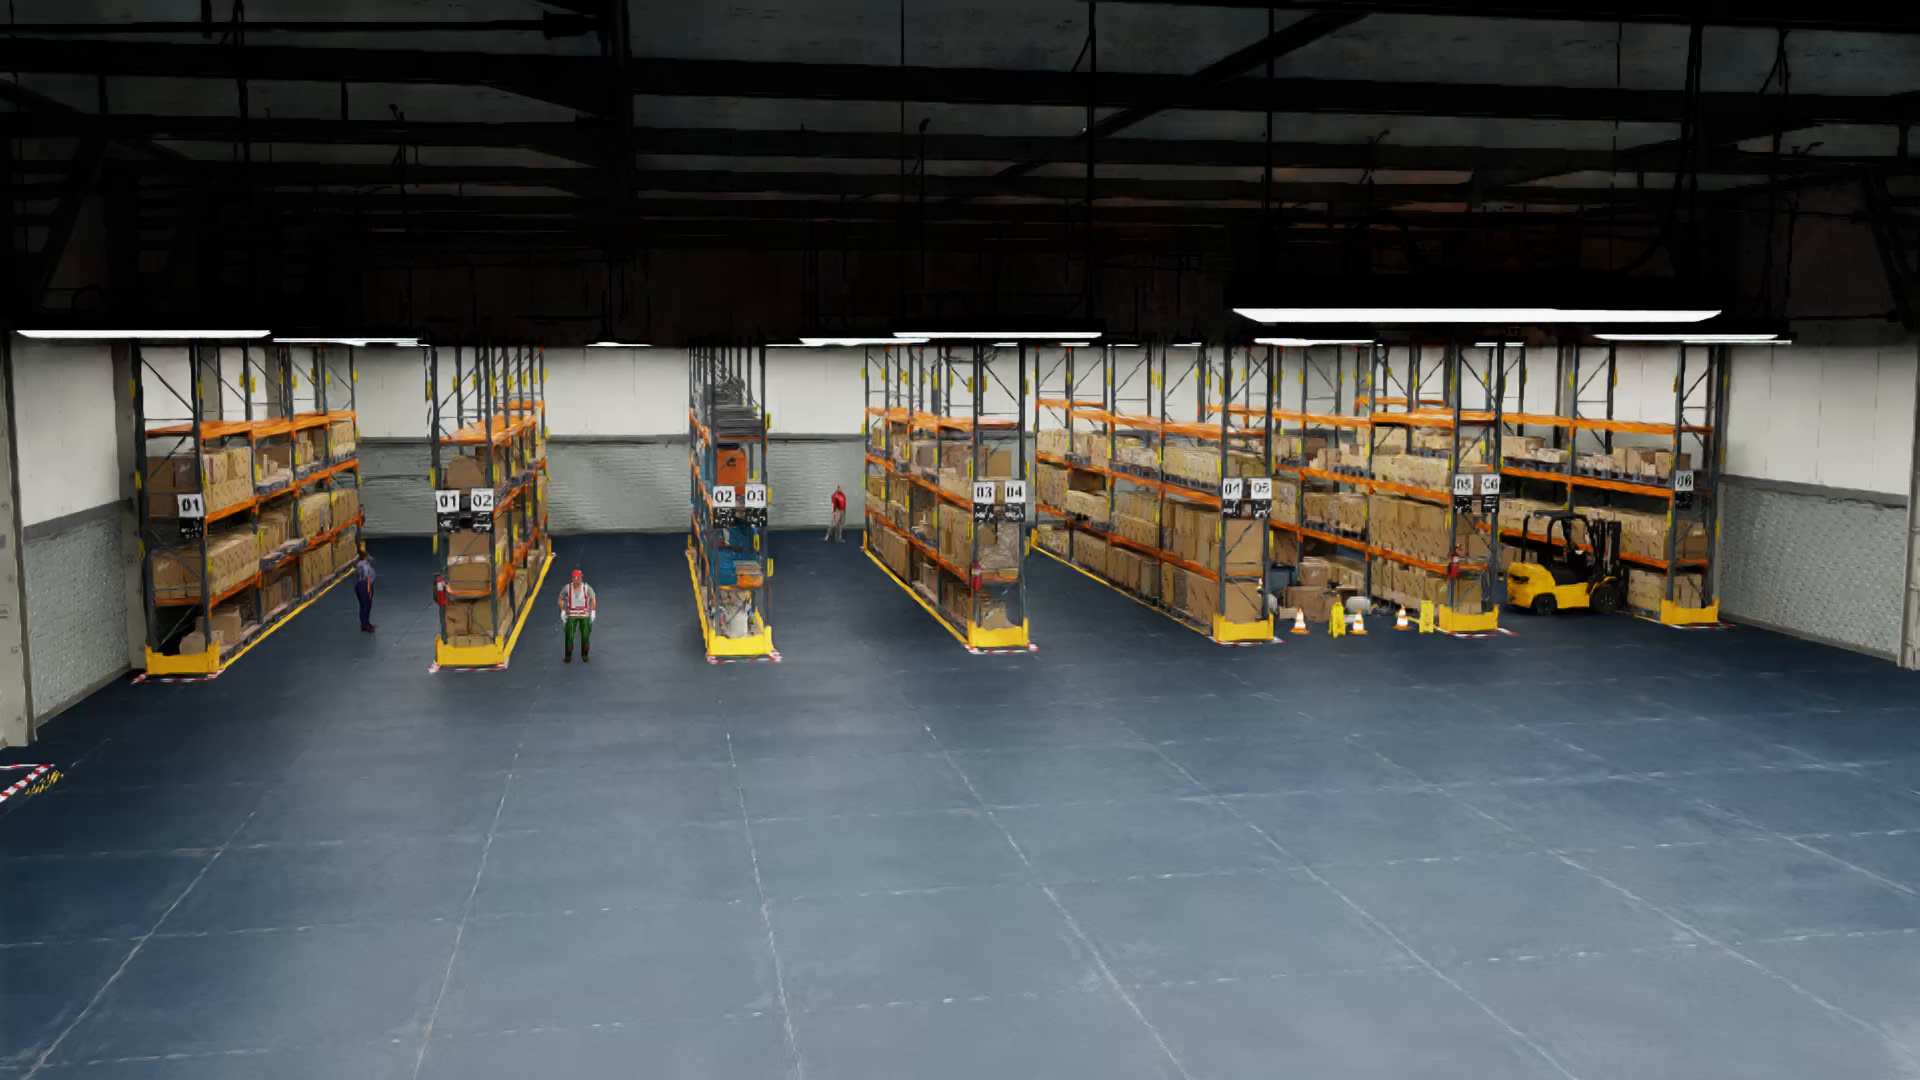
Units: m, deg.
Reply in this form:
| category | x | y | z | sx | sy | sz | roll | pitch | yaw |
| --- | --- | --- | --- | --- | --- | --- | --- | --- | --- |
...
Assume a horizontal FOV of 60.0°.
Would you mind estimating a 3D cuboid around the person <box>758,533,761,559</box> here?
| category | x | y | z | sx | sy | sz | roll | pitch | yaw |
| --- | --- | --- | --- | --- | --- | --- | --- | --- | --- |
| person | -5.709 | -0.258 | 45.465 | 0.411 | 1.534 | 0.957 | -2 | 7 | -19 |

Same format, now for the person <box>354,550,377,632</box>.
| category | x | y | z | sx | sy | sz | roll | pitch | yaw |
| --- | --- | --- | --- | --- | --- | --- | --- | --- | --- |
| person | -12.087 | 1.019 | 33.878 | 0.430 | 1.653 | 0.530 | -5 | 8 | -39 |

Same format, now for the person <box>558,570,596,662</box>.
| category | x | y | z | sx | sy | sz | roll | pitch | yaw |
| --- | --- | --- | --- | --- | --- | --- | --- | --- | --- |
| person | -6.992 | 1.388 | 30.406 | 0.677 | 1.742 | 0.552 | -1 | 7 | -12 |

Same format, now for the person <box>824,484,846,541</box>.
| category | x | y | z | sx | sy | sz | roll | pitch | yaw |
| --- | --- | --- | --- | --- | --- | --- | --- | --- | --- |
| person | -3.717 | -0.820 | 49.682 | 0.547 | 1.718 | 0.722 | 5 | 8 | 38 |

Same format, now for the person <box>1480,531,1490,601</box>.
| category | x | y | z | sx | sy | sz | roll | pitch | yaw |
| --- | --- | --- | --- | --- | --- | --- | --- | --- | --- |
| person | 11.930 | 0.577 | 37.927 | 0.527 | 1.592 | 0.522 | 2 | 7 | 20 |
